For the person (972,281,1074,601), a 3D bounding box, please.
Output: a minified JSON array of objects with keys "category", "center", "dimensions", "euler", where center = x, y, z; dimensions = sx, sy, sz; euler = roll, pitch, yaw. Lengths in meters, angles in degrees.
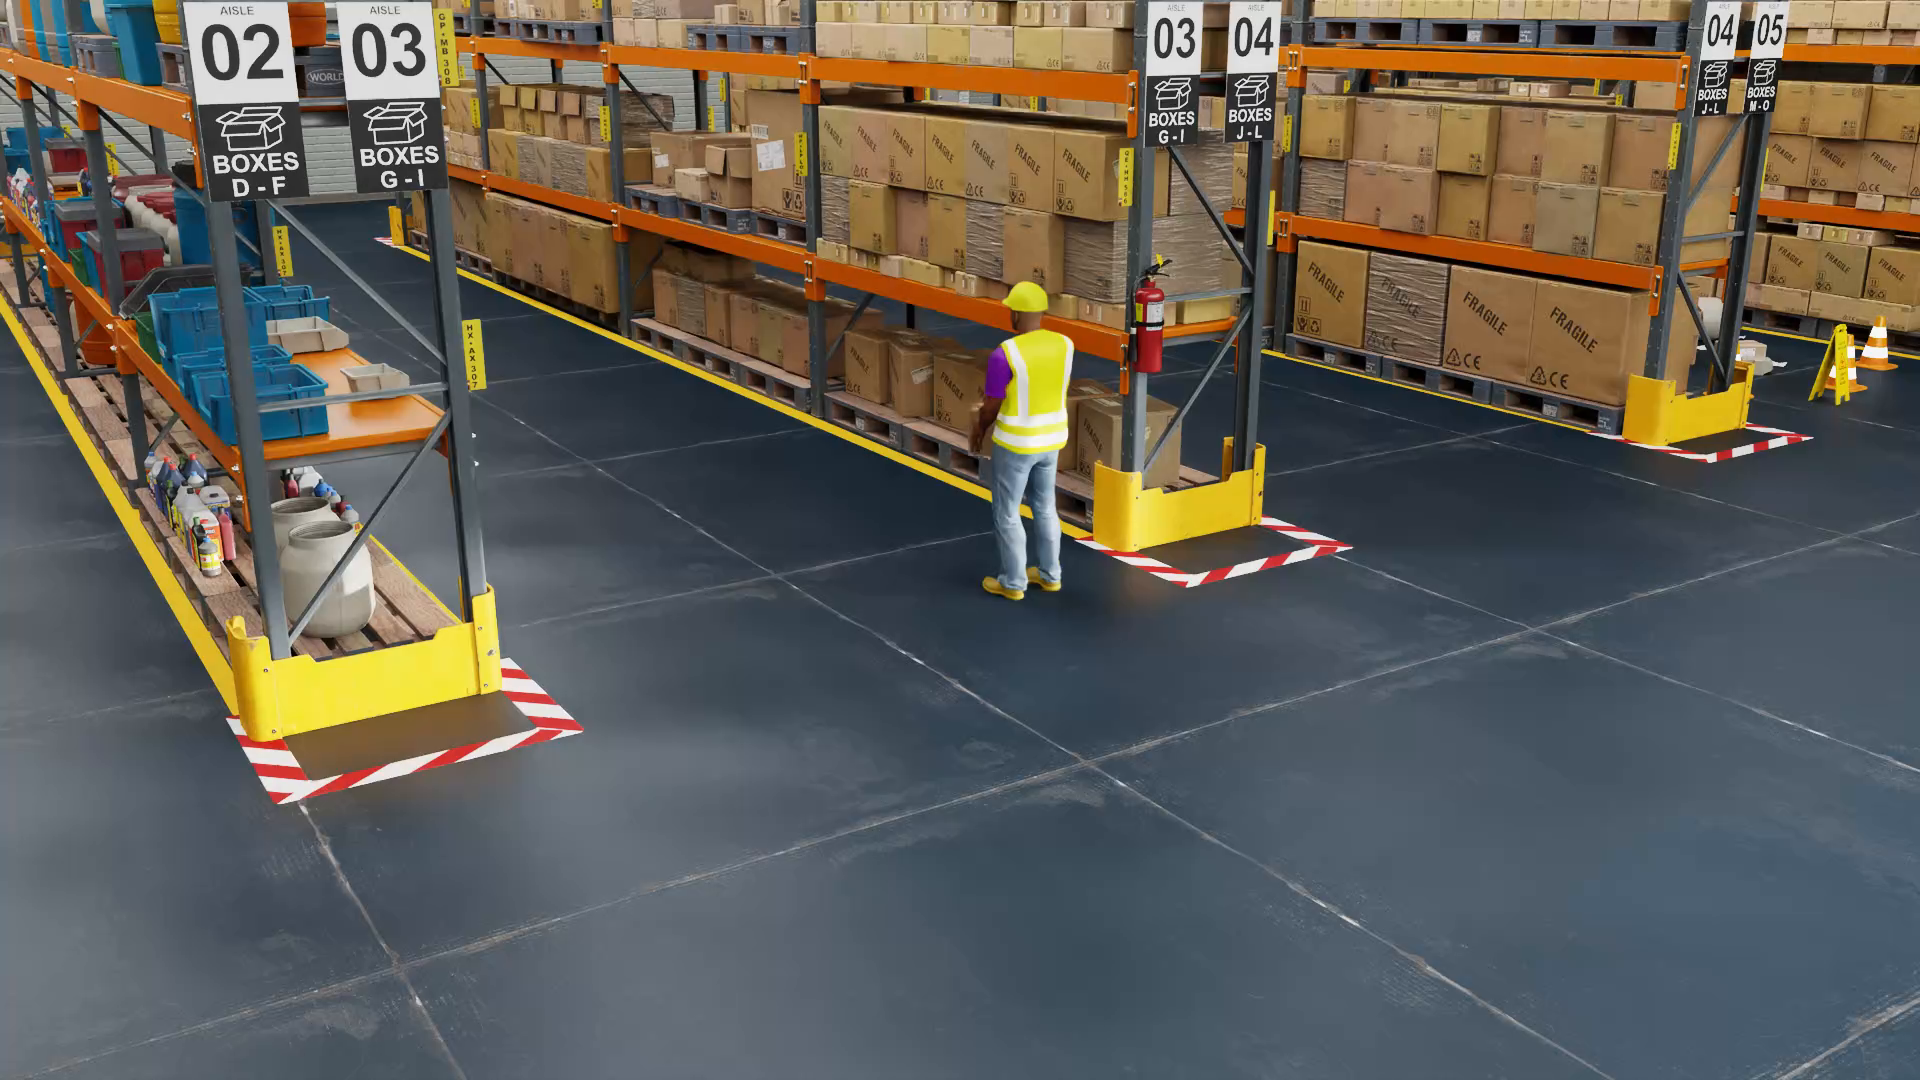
[{"category":"person","center":[0.336,-0.556,9.231],"dimensions":[0.562,1.768,0.509],"euler":[-12,21,-32]}]
